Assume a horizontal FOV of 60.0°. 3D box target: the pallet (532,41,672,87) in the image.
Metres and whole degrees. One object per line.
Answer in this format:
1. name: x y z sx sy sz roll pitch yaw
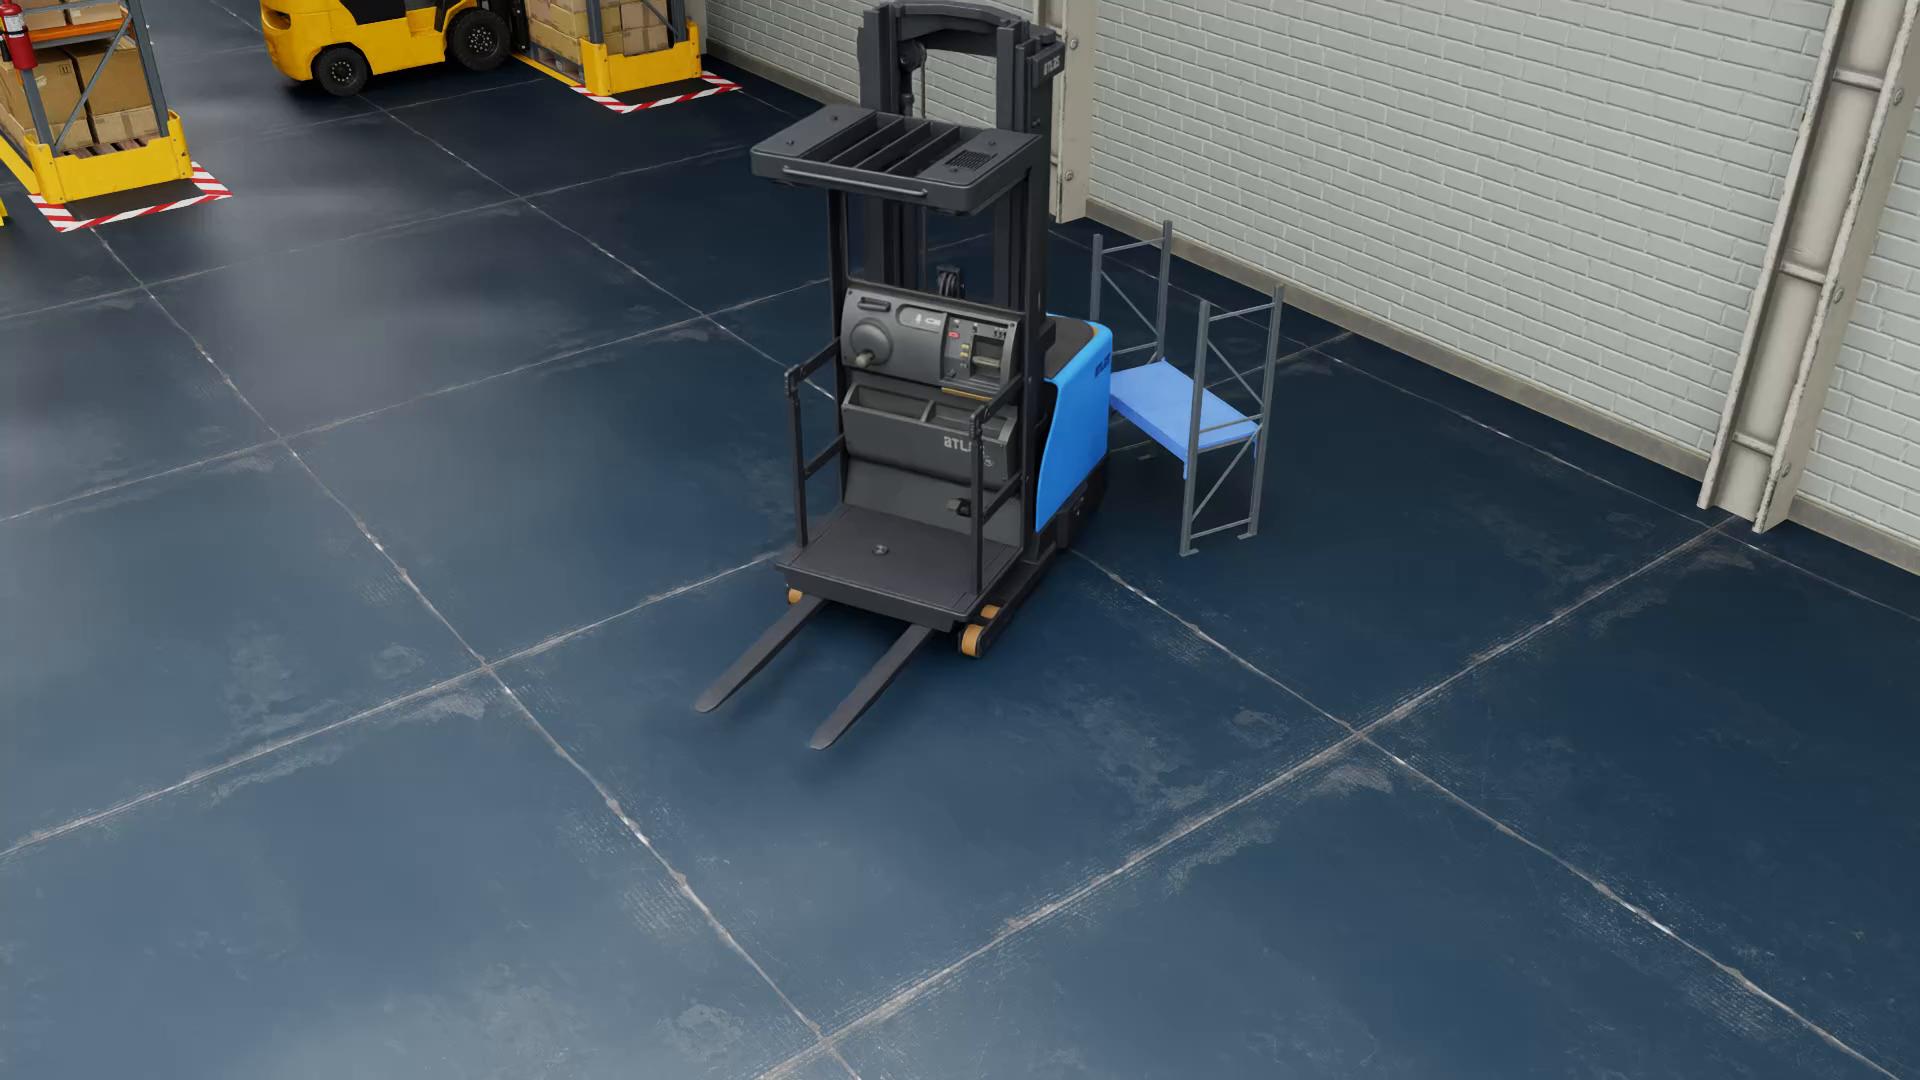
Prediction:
1. pallet: -3.666 -4.980 17.069 1.003 0.211 1.213 -22 38 -31

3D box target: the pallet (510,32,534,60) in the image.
1. pallet: -4.410 -5.488 17.887 1.003 0.211 1.213 -22 38 -31

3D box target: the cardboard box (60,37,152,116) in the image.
1. cardboard box: -7.374 -4.017 14.371 0.500 0.500 0.500 -24 39 -33

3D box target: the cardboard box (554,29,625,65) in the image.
1. cardboard box: -3.702 -4.964 16.607 0.500 0.250 0.500 -22 38 -31

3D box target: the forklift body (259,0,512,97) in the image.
1. forklift body: -5.768 -5.699 16.388 2.313 2.155 1.214 -22 38 -31

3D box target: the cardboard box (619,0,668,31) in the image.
1. cardboard box: -3.289 -5.346 16.748 0.500 0.250 0.500 -21 38 -31

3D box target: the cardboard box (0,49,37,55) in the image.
1. cardboard box: -8.058 -4.237 14.112 0.380 0.149 0.250 -21 38 -30

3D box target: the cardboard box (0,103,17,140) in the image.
1. cardboard box: -8.103 -3.731 14.622 0.500 0.250 0.500 -22 38 -31

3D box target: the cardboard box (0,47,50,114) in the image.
1. cardboard box: -8.103 -4.047 14.420 0.500 0.500 0.500 -21 37 -30

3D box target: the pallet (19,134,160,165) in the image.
1. pallet: -7.600 -3.449 14.604 1.003 0.211 1.213 -22 38 -31

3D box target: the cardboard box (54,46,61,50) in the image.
1. cardboard box: -7.698 -4.233 14.720 0.500 0.500 0.500 -24 39 -33

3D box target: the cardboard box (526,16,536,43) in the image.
1. cardboard box: -4.299 -5.385 17.286 0.500 0.250 0.500 -22 38 -31

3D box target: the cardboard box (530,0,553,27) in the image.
1. cardboard box: -4.009 -5.397 16.830 0.500 0.250 0.500 -23 38 -32

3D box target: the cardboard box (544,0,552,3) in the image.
1. cardboard box: -4.011 -5.597 16.679 0.500 0.250 0.500 -22 38 -31

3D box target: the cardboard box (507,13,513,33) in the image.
1. cardboard box: -4.635 -5.595 17.623 0.500 0.250 0.500 -21 38 -30

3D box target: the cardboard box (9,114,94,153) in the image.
1. cardboard box: -7.806 -3.522 14.286 0.500 0.250 0.500 -22 38 -32

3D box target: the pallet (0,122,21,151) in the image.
1. pallet: -8.344 -3.957 15.422 1.003 0.211 1.213 -22 38 -31

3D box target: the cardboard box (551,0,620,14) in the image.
1. cardboard box: -3.693 -5.386 16.339 0.500 0.250 0.500 -21 37 -30

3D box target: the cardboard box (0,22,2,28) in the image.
1. cardboard box: -7.724 -4.302 13.571 0.380 0.149 0.250 -23 38 -32

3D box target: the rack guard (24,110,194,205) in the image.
1. rack guard: -7.130 -3.222 13.964 1.175 0.500 0.348 -22 38 -31

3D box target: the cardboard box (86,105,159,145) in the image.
1. cardboard box: -7.359 -3.688 14.553 0.500 0.250 0.500 -23 38 -32

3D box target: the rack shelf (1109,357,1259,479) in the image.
1. rack shelf: 1.194 -0.697 9.291 0.538 0.185 1.000 -16 35 -23

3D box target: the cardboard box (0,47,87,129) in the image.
1. cardboard box: -7.780 -3.831 14.072 0.500 0.500 0.500 -22 38 -31

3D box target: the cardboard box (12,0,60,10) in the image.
1. cardboard box: -7.633 -4.558 13.369 0.500 0.500 0.500 -23 39 -32

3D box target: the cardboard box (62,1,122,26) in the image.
1. cardboard box: -7.128 -4.354 13.656 0.380 0.149 0.250 -22 38 -31

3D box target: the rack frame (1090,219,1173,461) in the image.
1. rack frame: 0.958 -1.087 9.578 0.500 1.500 0.032 -16 35 -23

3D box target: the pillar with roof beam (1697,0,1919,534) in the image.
1. pillar with roof beam: 1.079 -2.596 4.901 9.100 9.000 0.400 -22 38 -31

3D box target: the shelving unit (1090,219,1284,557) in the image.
1. shelving unit: 1.194 -0.849 9.196 0.538 1.500 1.048 -16 35 -23

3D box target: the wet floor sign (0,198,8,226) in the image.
1. wet floor sign: -7.812 -2.827 13.190 0.267 0.644 0.232 -10 33 -15

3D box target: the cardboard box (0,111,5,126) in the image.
1. cardboard box: -8.428 -3.947 14.970 0.500 0.250 0.500 -24 39 -33

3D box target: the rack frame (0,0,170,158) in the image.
1. rack frame: -7.083 -4.252 13.253 1.000 3.000 0.127 -22 38 -31

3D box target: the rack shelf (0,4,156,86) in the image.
1. rack shelf: -8.309 -4.780 14.785 1.077 0.370 4.000 -22 38 -31

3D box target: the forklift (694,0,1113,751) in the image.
1. forklift: -0.249 -0.924 7.960 1.130 2.935 3.031 14 35 22

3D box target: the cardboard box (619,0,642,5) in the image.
1. cardboard box: -3.310 -5.556 16.614 0.500 0.250 0.500 -23 39 -32

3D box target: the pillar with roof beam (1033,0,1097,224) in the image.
1. pillar with roof beam: -2.601 -5.097 8.927 9.100 9.000 0.400 -22 38 -31

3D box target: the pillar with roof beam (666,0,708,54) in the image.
1. pillar with roof beam: -6.280 -7.597 12.953 9.100 9.000 0.400 -22 38 -31

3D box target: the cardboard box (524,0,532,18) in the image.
1. cardboard box: -4.342 -5.605 17.166 0.500 0.250 0.500 -23 39 -32

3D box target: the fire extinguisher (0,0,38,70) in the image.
1. fire extinguisher: -7.377 -4.023 12.957 0.296 0.674 0.183 -22 38 -31

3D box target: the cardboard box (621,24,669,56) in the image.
1. cardboard box: -3.311 -5.138 16.888 0.500 0.250 0.500 -22 38 -31

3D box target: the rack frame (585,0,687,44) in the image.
1. rack frame: -3.164 -5.860 15.842 1.000 3.000 0.127 -22 38 -31

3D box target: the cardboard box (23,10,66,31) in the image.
1. cardboard box: -7.481 -4.232 13.459 0.380 0.149 0.250 -21 37 -30

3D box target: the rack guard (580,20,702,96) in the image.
1. rack guard: -3.150 -4.788 16.485 1.175 0.500 0.348 -22 38 -31

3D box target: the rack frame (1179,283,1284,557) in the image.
1. rack frame: 1.431 -0.612 8.814 0.500 1.500 0.032 -16 35 -23

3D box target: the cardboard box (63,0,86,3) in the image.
1. cardboard box: -7.154 -4.708 13.611 0.500 0.500 0.500 -23 39 -32

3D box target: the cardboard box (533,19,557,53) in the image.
1. cardboard box: -3.999 -5.174 16.946 0.500 0.250 0.500 -22 38 -31

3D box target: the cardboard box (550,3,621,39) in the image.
1. cardboard box: -3.710 -5.184 16.488 0.500 0.250 0.500 -23 38 -32

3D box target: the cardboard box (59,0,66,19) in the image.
1. cardboard box: -7.294 -4.455 13.817 0.380 0.149 0.250 -22 38 -31
